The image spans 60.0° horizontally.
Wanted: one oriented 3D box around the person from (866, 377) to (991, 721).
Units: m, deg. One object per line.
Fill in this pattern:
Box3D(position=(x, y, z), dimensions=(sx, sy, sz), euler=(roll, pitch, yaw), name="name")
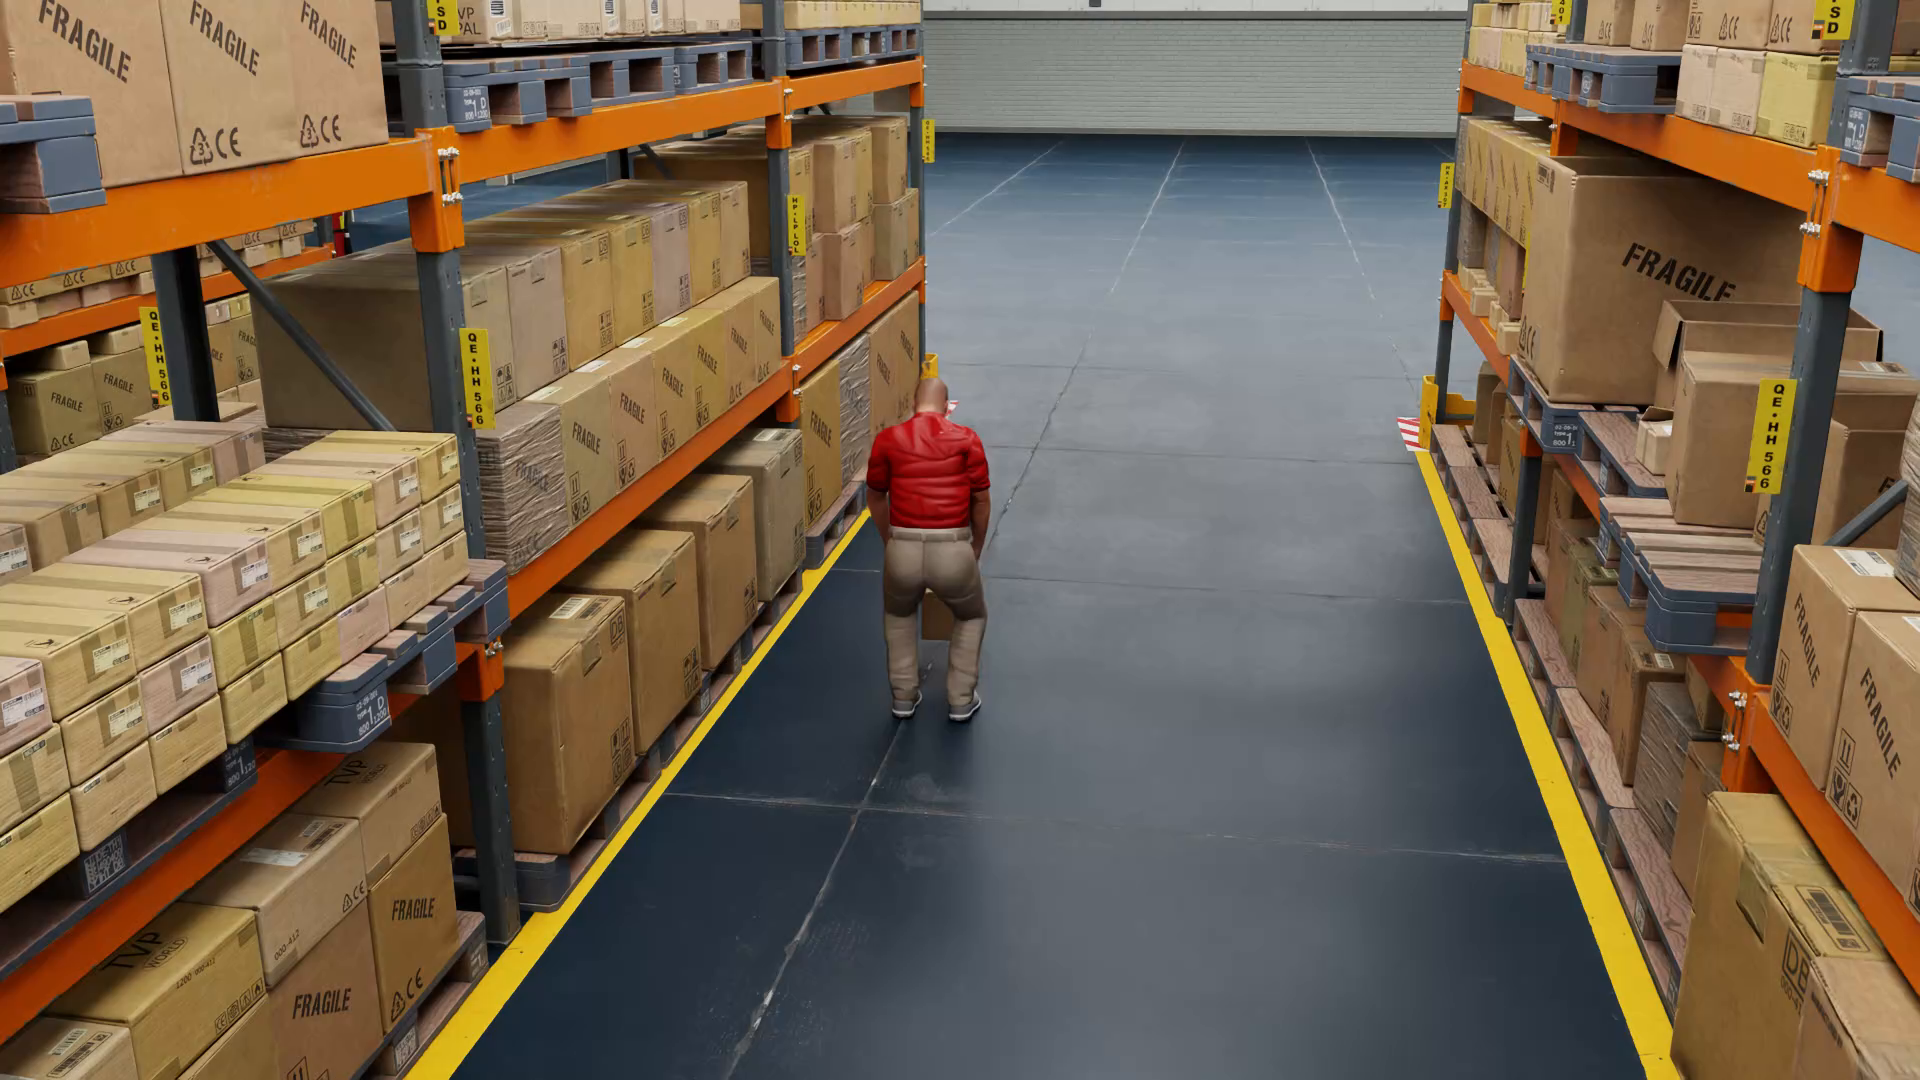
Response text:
Box3D(position=(-0.155, 0.057, 7.690), dimensions=(0.581, 1.566, 0.574), euler=(3, 18, 9), name="person")
